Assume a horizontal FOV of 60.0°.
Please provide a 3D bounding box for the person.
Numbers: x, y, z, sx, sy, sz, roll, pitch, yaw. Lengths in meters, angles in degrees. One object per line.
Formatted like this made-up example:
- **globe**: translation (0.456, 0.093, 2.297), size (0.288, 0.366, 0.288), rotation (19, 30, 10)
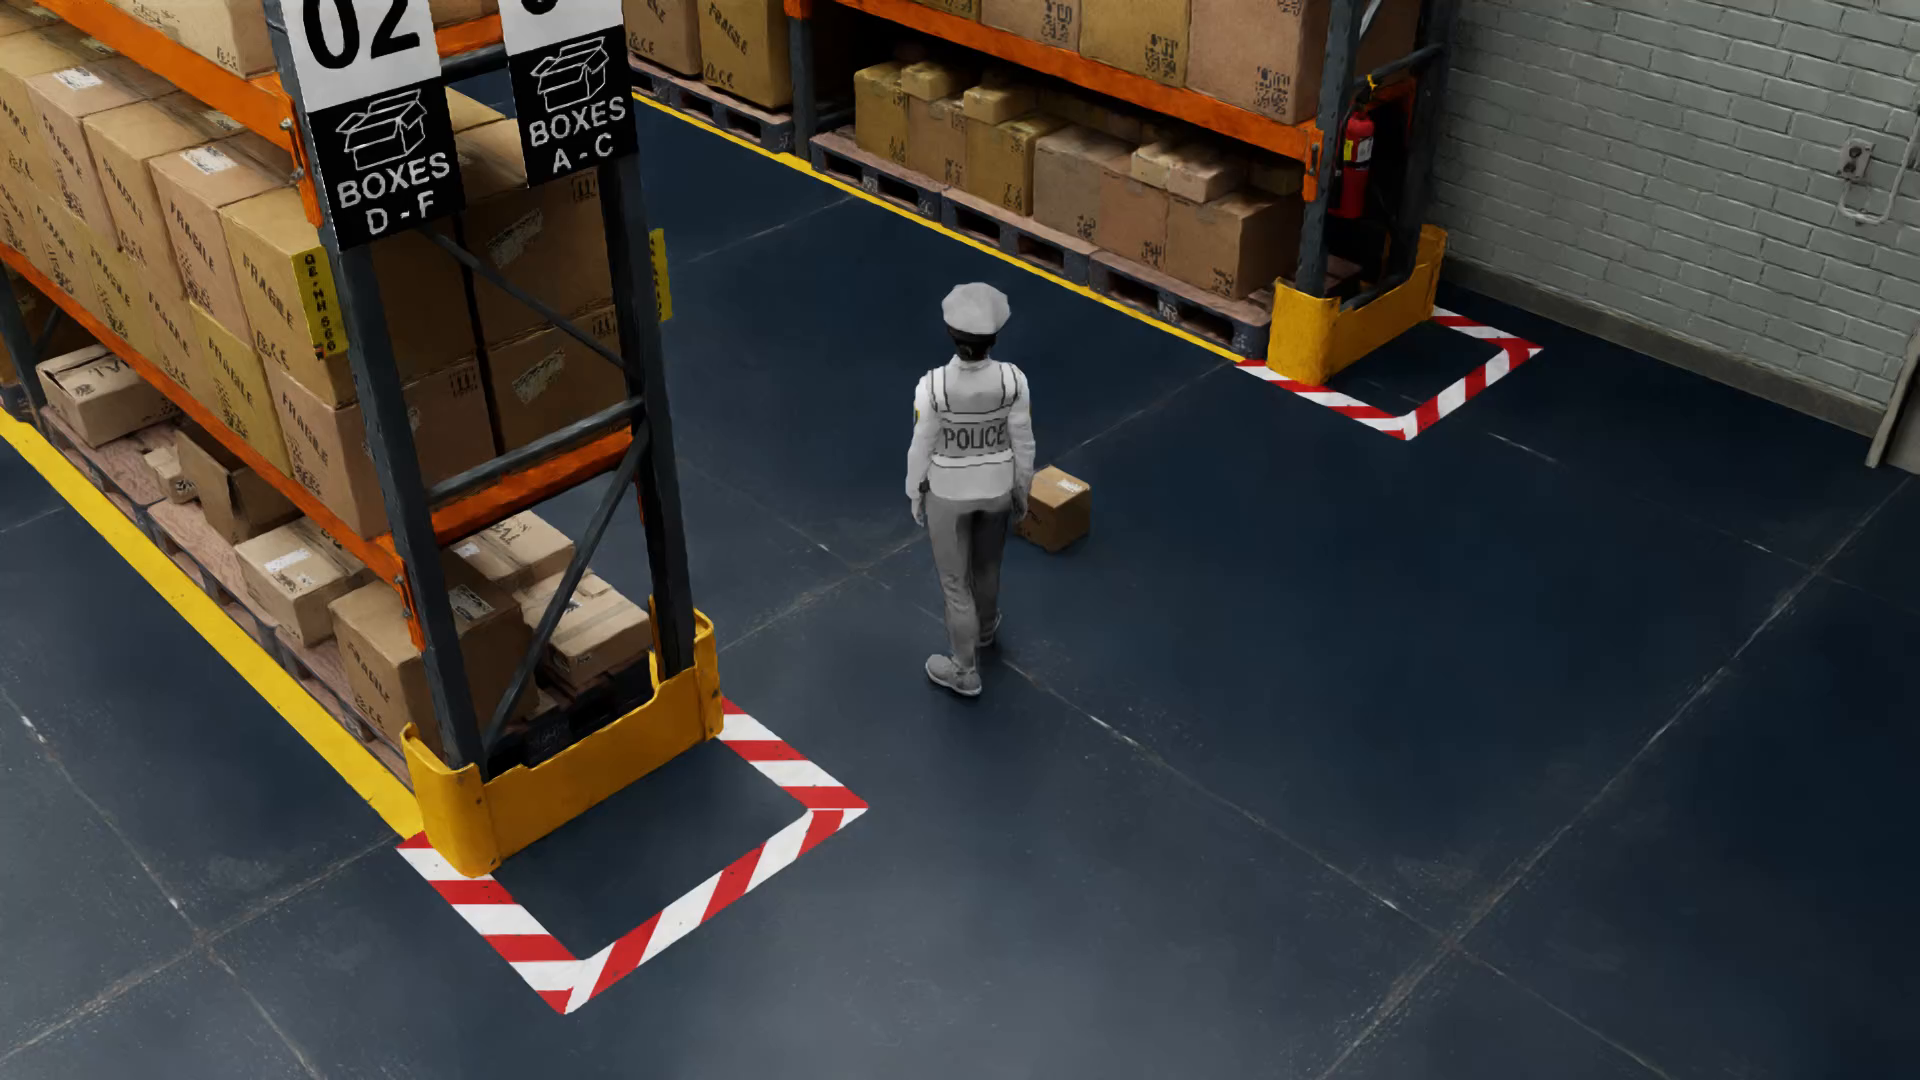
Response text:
- **person**: translation (0.024, -0.203, 6.410), size (0.481, 1.677, 0.578), rotation (-10, 37, -14)
